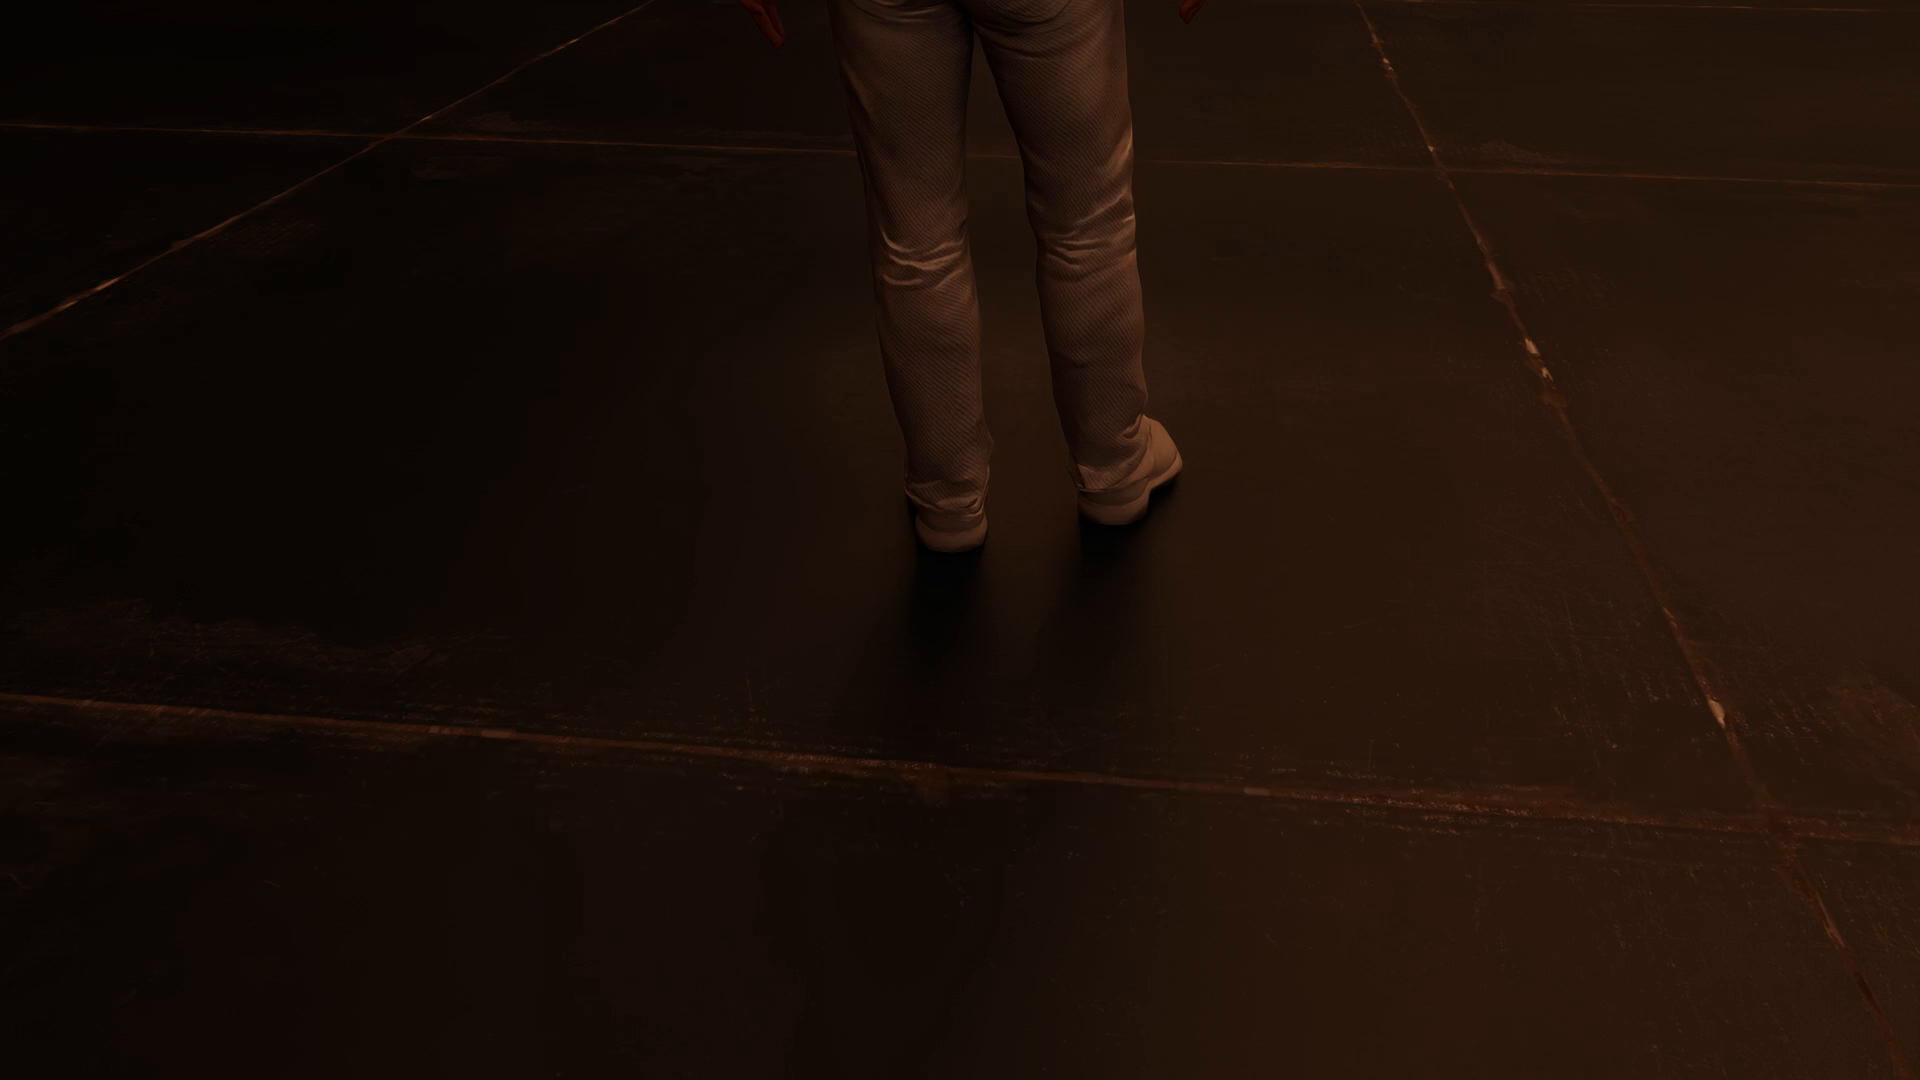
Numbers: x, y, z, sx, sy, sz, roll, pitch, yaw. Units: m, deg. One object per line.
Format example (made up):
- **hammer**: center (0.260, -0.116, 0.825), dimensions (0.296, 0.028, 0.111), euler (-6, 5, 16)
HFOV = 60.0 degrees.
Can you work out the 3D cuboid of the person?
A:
- **person**: center (0.015, -0.827, 2.164), dimensions (0.665, 1.768, 0.575), euler (3, 27, 7)
